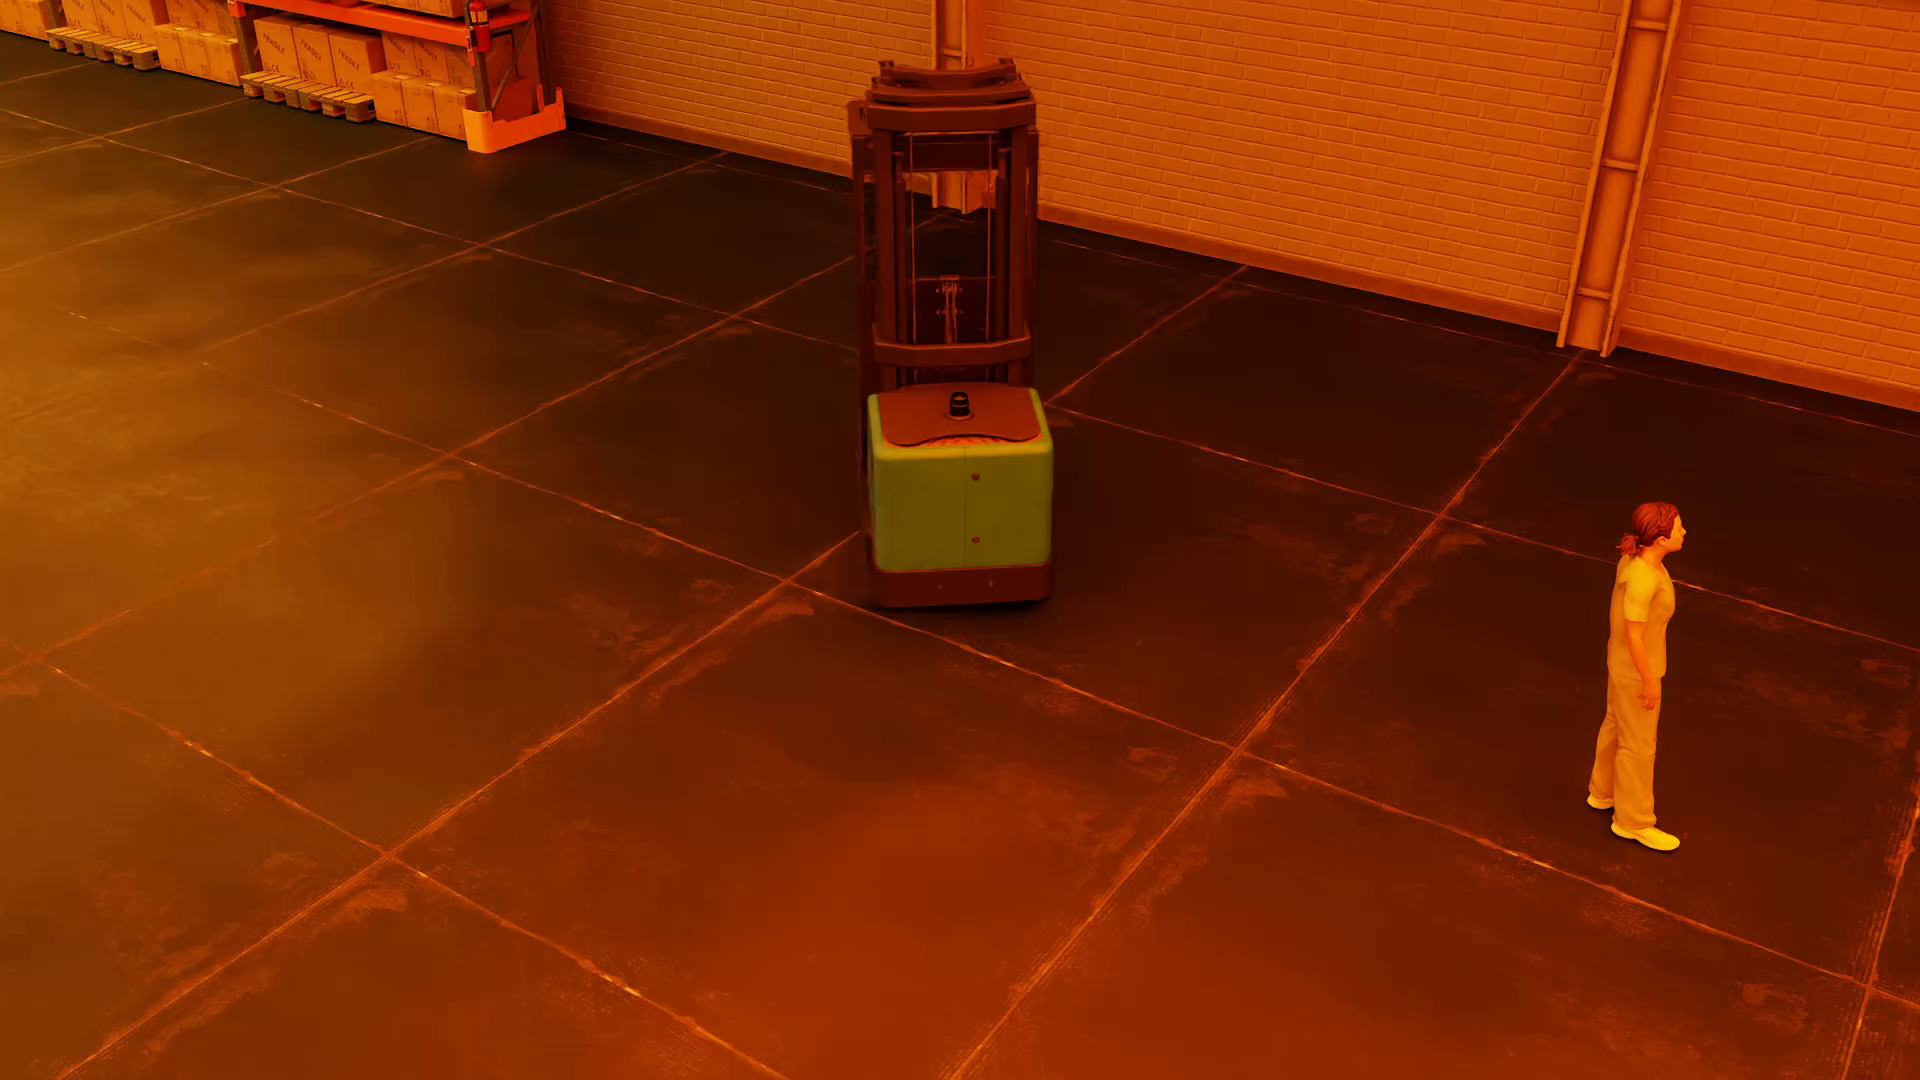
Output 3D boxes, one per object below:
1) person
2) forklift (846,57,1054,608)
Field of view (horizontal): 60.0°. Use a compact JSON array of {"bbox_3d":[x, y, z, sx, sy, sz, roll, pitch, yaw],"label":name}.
[{"bbox_3d":[3.238,0.605,7.784,0.548,1.664,0.549,9,31,15],"label":"person"},{"bbox_3d":[-0.111,-1.588,10.316,1.130,2.935,3.031,-3,30,-5],"label":"forklift"}]
